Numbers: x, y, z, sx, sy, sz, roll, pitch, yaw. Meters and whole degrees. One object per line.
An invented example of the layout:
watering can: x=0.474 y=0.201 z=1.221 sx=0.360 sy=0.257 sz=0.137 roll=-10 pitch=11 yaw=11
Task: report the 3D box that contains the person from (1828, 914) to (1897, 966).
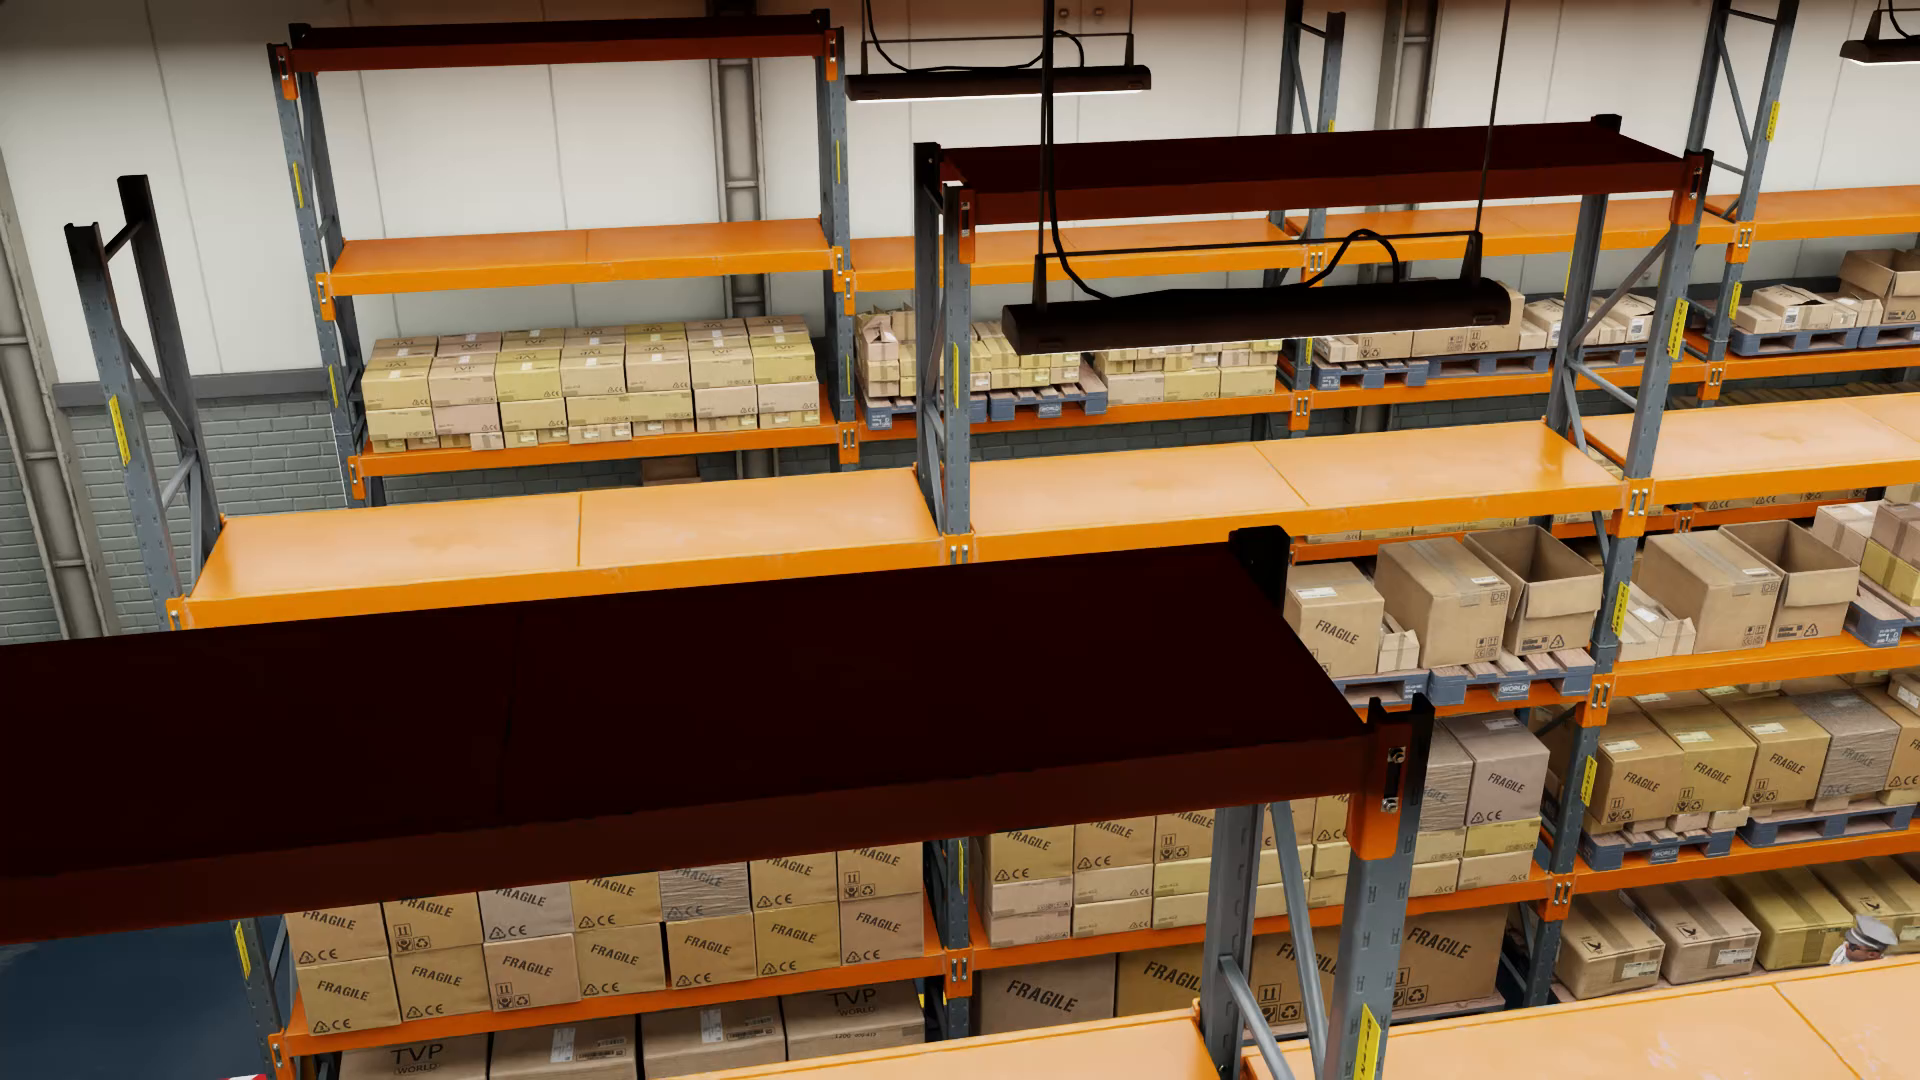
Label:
person: x=5.411 y=3.049 z=10.048 sx=0.688 sy=1.789 sz=0.603 roll=-11 pitch=28 yaw=-21
